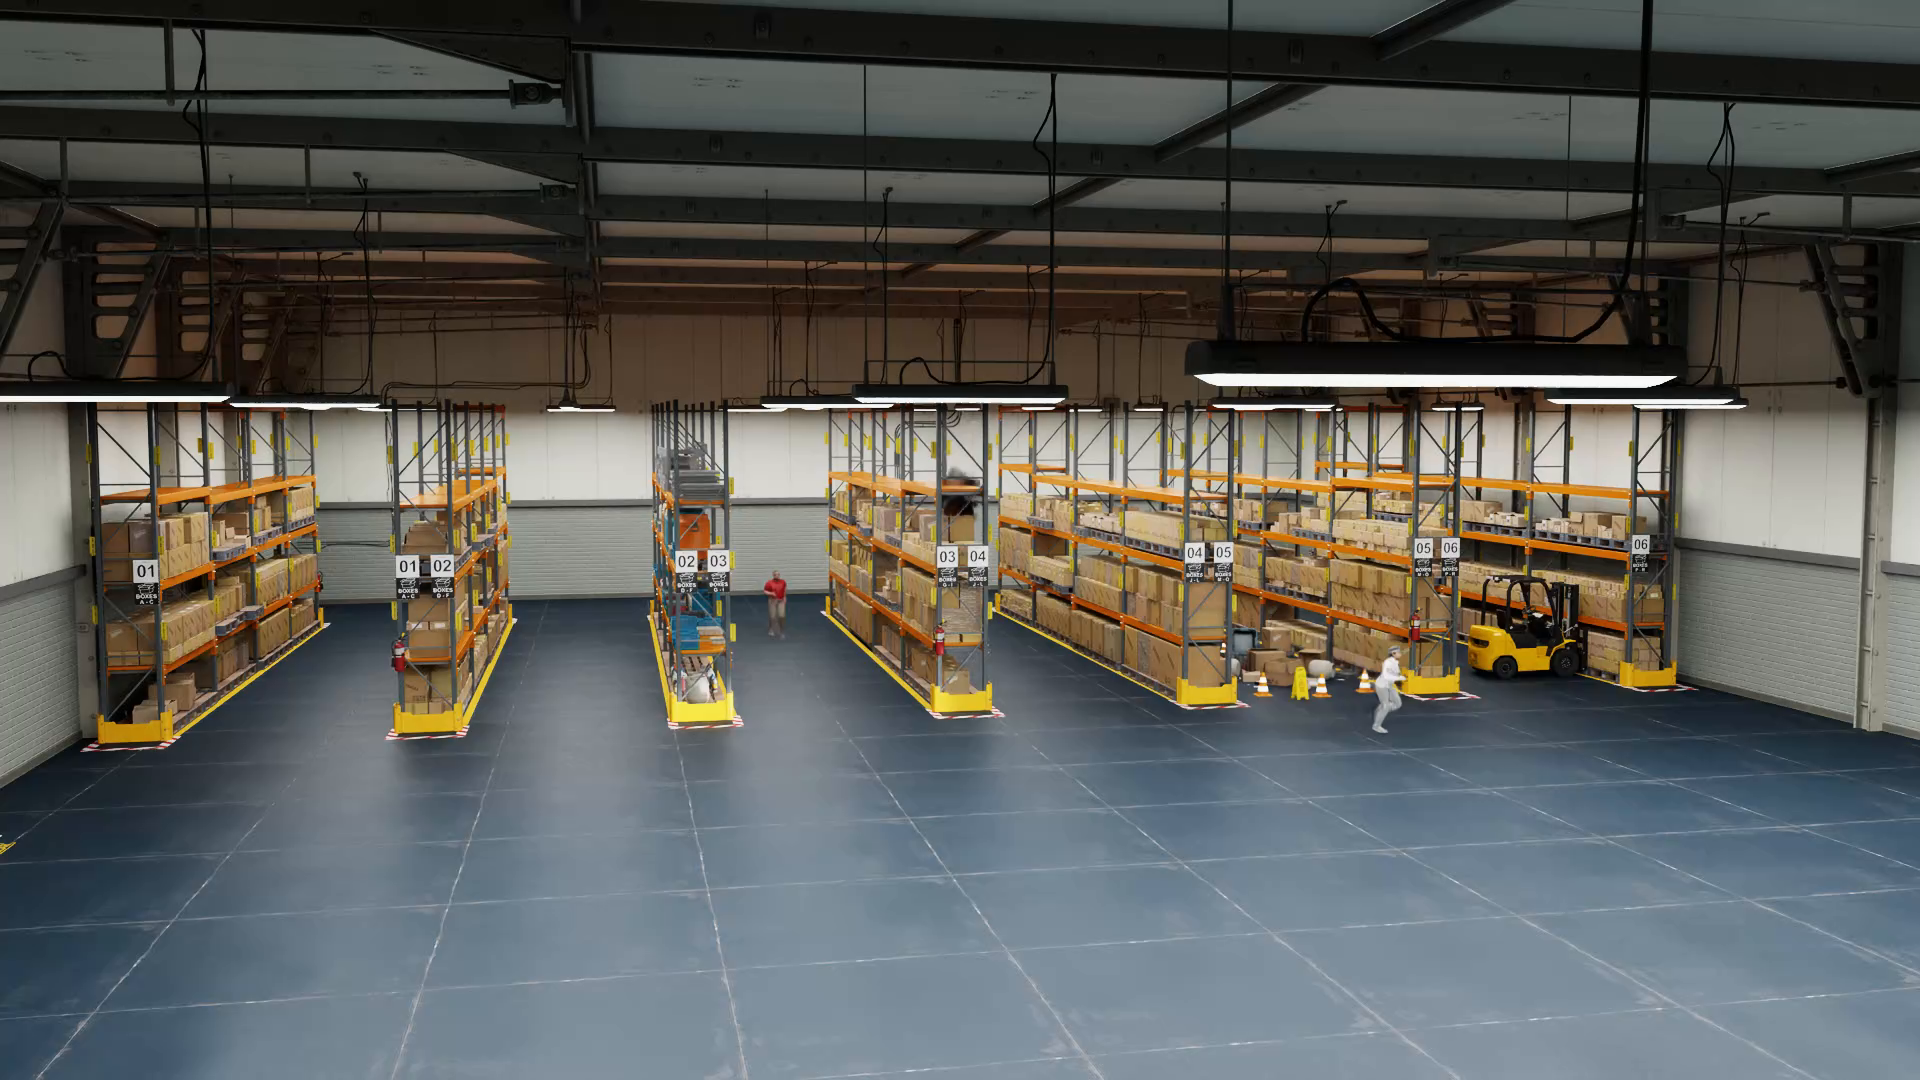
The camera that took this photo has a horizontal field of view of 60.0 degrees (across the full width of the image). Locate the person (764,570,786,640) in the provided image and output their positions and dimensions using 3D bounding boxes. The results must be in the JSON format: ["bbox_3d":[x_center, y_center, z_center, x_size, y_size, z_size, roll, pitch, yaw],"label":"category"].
[{"bbox_3d":[-4.727,1.650,42.616,0.608,1.767,0.909,-1,4,-15],"label":"person"}]

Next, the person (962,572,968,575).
[{"bbox_3d":[0.308,1.347,46.539,0.664,1.823,0.969,0,4,-4],"label":"person"}]

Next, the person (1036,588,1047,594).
[{"bbox_3d":[2.335,1.180,49.750,0.598,1.580,0.624,4,6,40],"label":"person"}]

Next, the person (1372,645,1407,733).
[{"bbox_3d":[7.729,2.674,29.886,0.660,1.628,0.597,3,5,38],"label":"person"}]
